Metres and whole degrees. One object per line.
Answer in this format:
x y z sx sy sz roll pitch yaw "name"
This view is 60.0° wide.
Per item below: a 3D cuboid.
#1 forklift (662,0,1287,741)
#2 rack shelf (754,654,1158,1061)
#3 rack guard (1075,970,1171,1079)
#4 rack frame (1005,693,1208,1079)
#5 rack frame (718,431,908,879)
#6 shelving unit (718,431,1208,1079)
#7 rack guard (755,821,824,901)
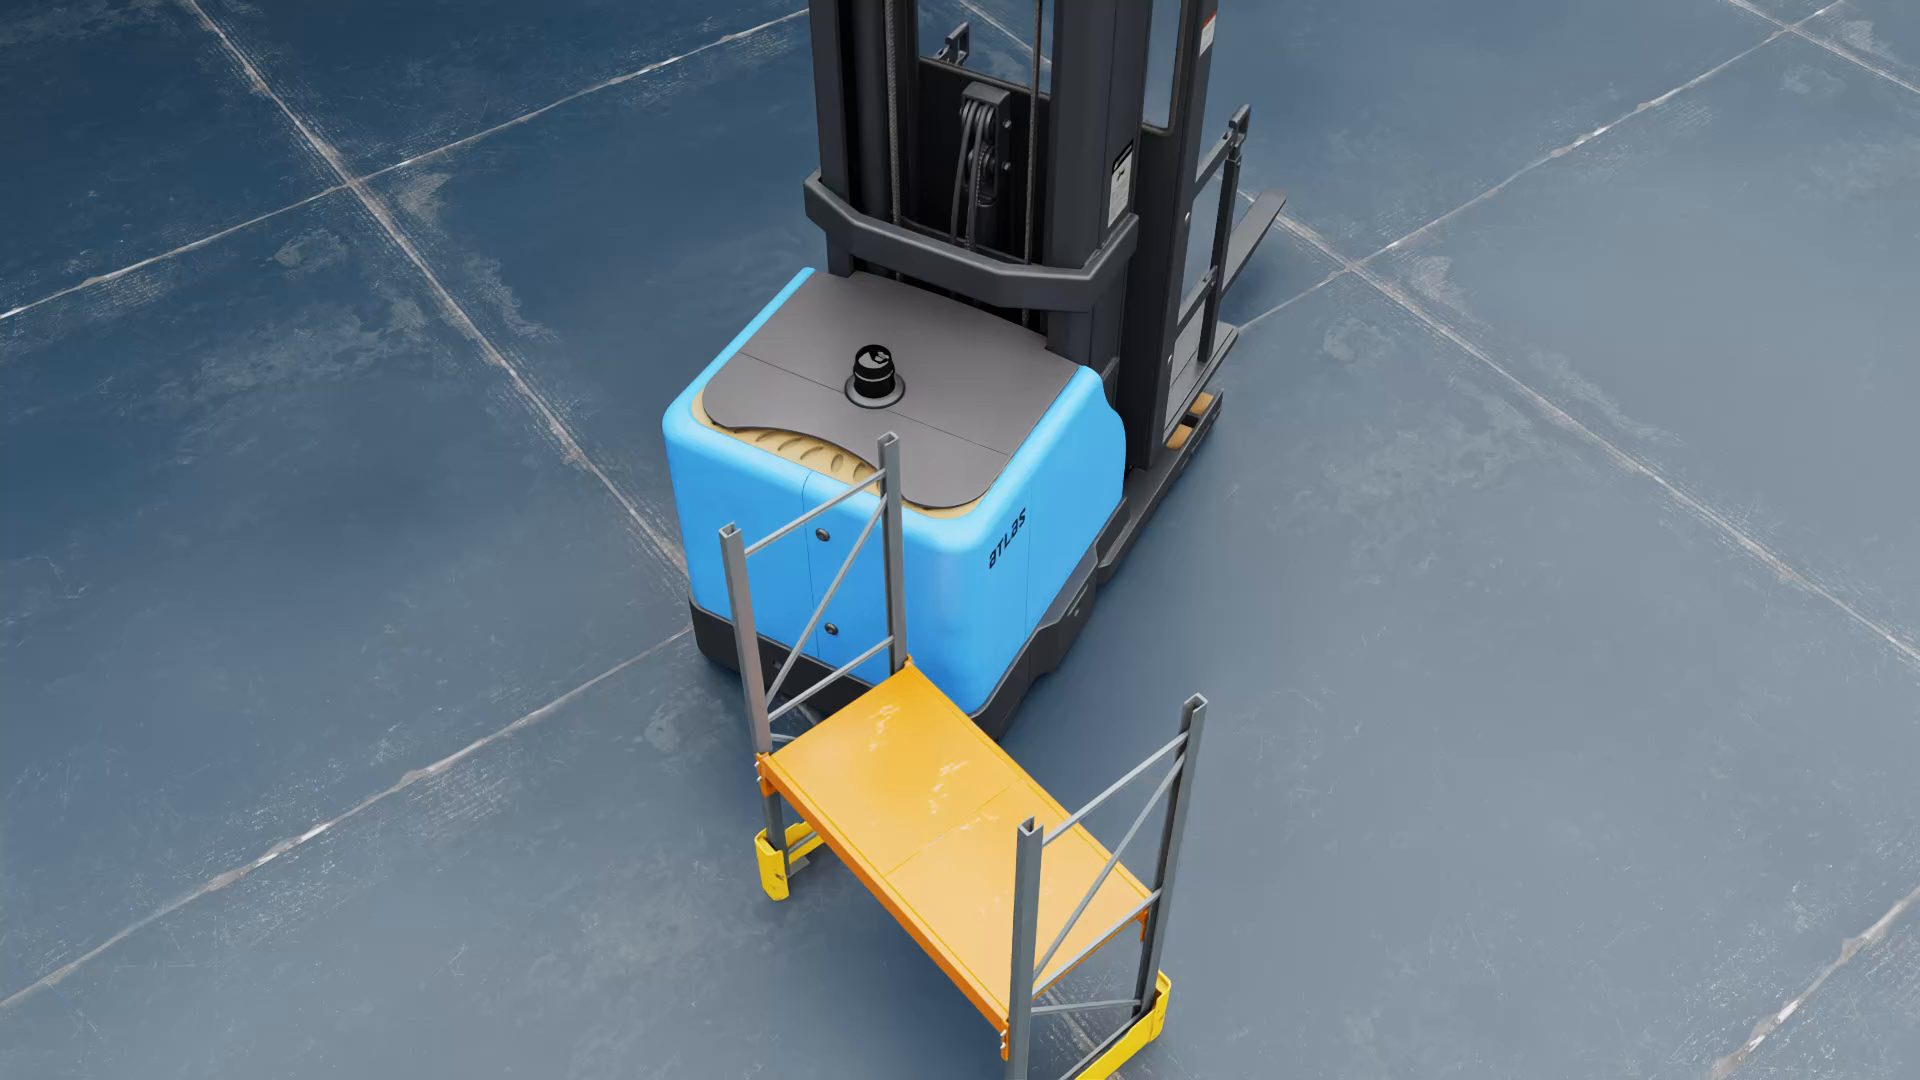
0.301 -1.389 5.031 1.130 2.935 3.031 22 52 19 "forklift"
-0.017 0.780 4.273 0.538 0.185 1.000 -32 55 -26 "rack shelf"
0.311 1.366 4.343 0.587 0.250 0.087 -32 55 -26 "rack guard"
0.311 0.947 3.879 0.500 1.500 0.032 -32 55 -26 "rack frame"
-0.345 0.371 4.401 0.500 1.500 0.032 -32 55 -26 "rack frame"
-0.011 0.664 4.135 0.587 1.500 1.083 -32 55 -26 "shelving unit"
-0.332 0.802 4.854 0.587 0.250 0.087 -32 55 -26 "rack guard"
